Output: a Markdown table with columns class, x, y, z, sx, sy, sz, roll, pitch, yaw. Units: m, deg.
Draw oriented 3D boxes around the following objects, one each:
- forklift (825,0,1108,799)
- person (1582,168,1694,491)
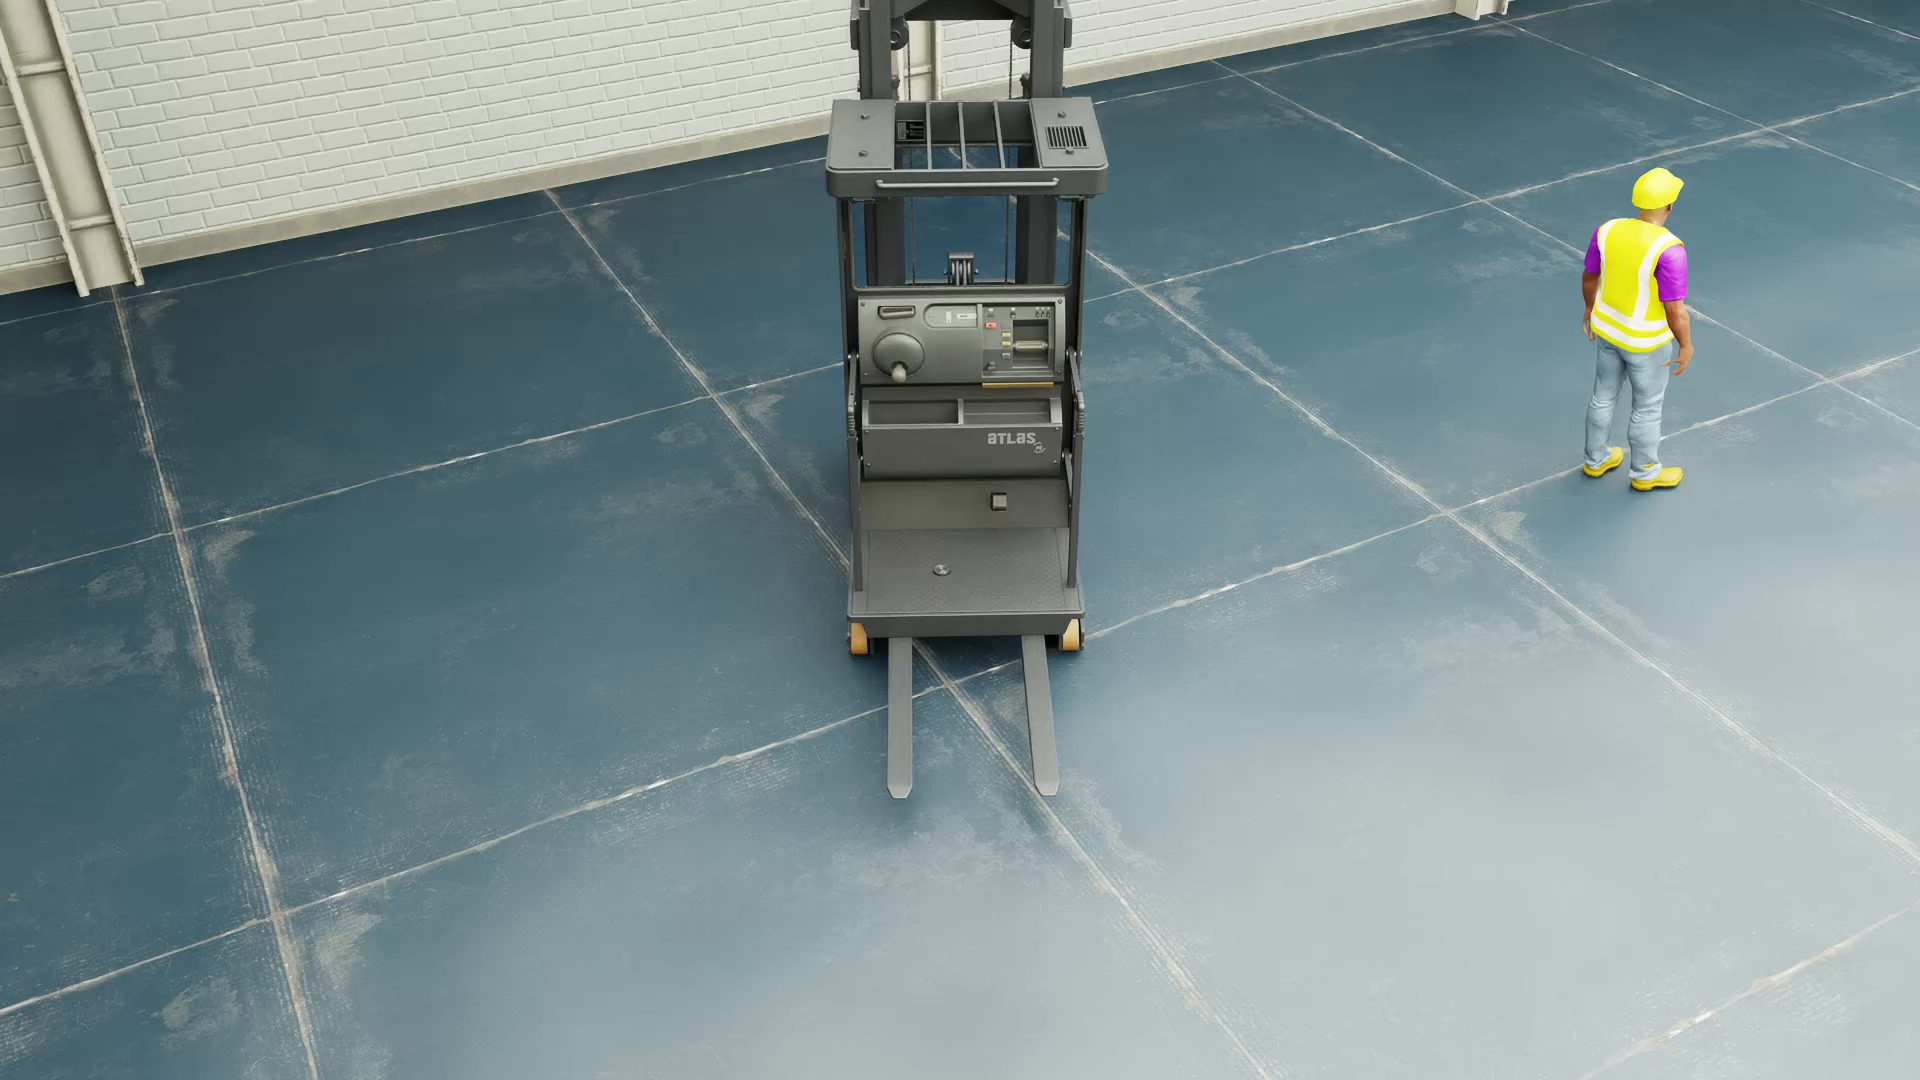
| class | x | y | z | sx | sy | sz | roll | pitch | yaw |
| --- | --- | --- | --- | --- | --- | --- | --- | --- | --- |
| forklift | 0.017 | -0.840 | 7.311 | 1.130 | 2.935 | 3.031 | -1 | 35 | -1 |
| person | 3.567 | -1.111 | 8.691 | 0.576 | 1.767 | 0.666 | -19 | 39 | -25 |
